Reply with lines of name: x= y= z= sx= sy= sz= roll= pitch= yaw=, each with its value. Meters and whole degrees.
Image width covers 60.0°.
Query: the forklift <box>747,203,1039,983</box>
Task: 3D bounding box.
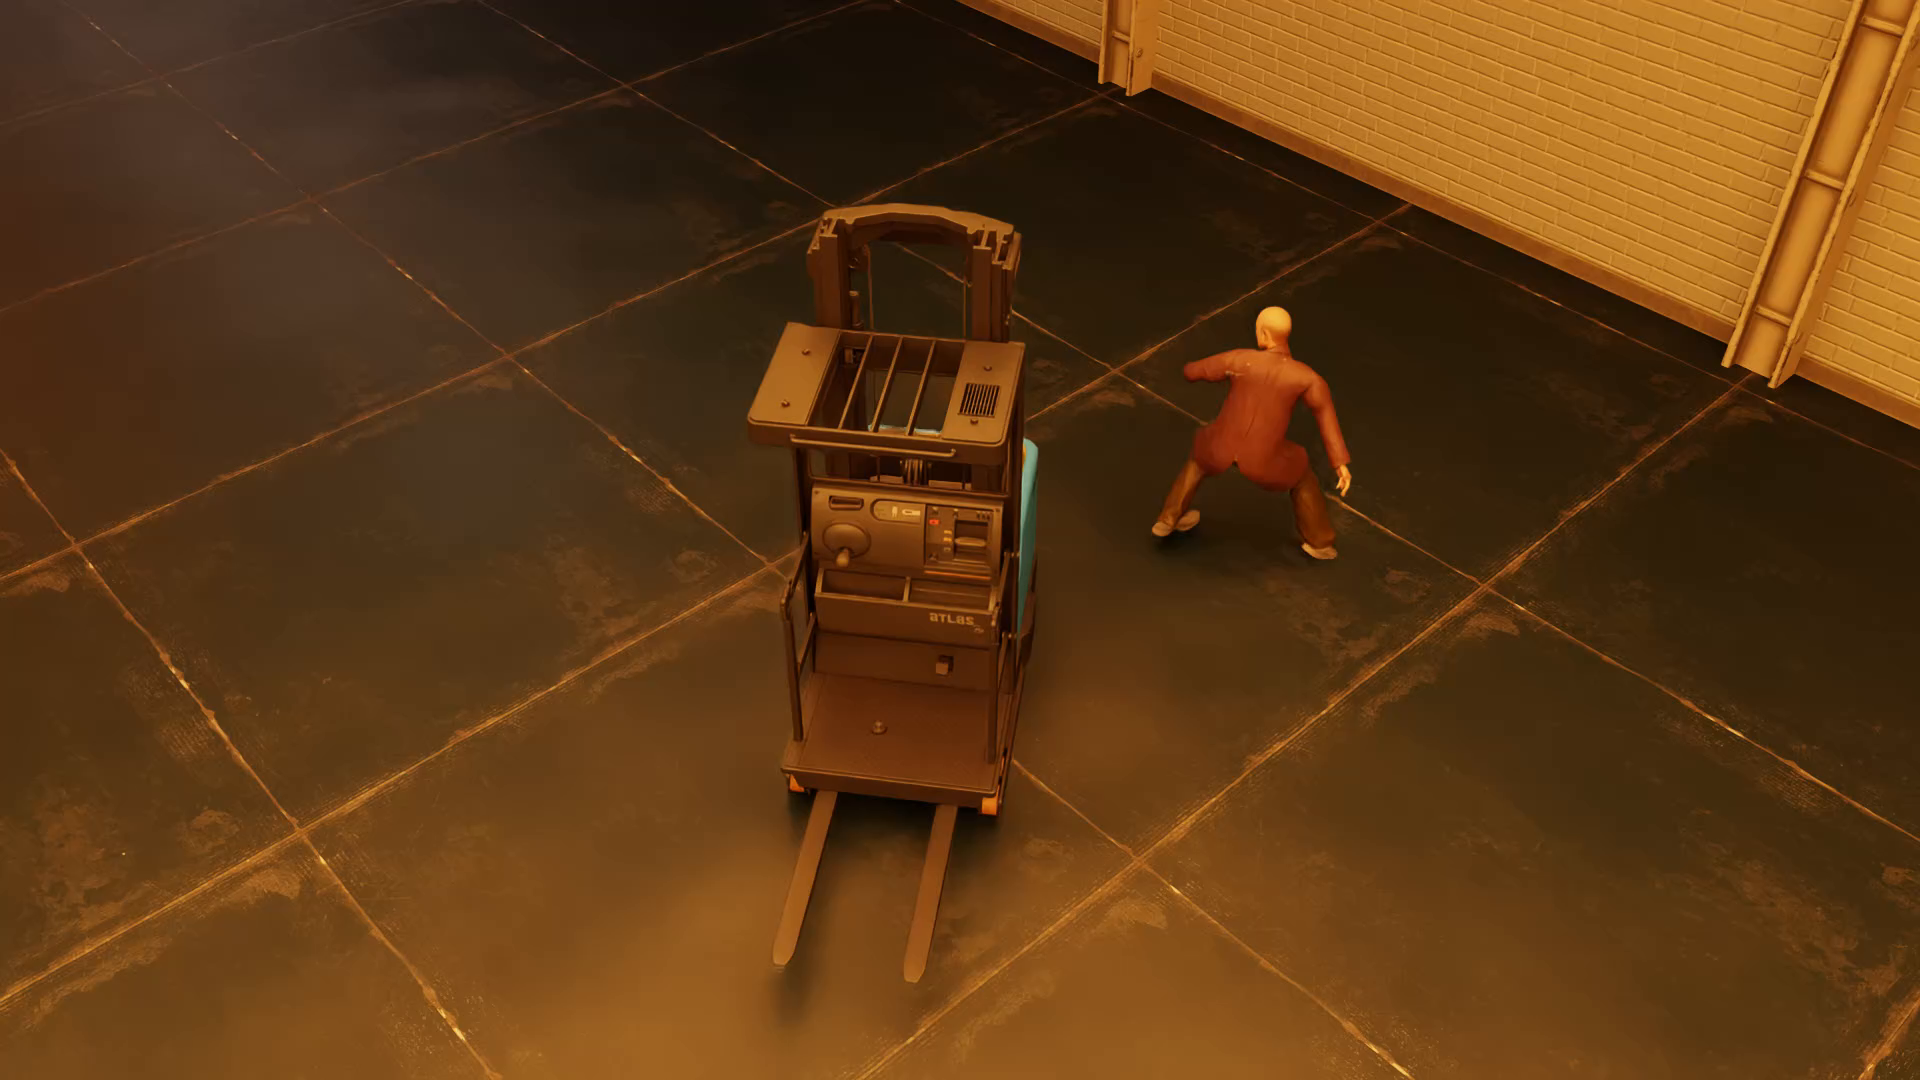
forklift: x=-0.289 y=0.046 z=7.856 sx=1.130 sy=2.935 sz=3.031 roll=6 pitch=41 yaw=7

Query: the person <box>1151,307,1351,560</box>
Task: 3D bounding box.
person: x=1.754 y=-0.531 z=9.631 sx=1.143 sy=1.739 sz=0.602 roll=18 pitch=44 yaw=20
